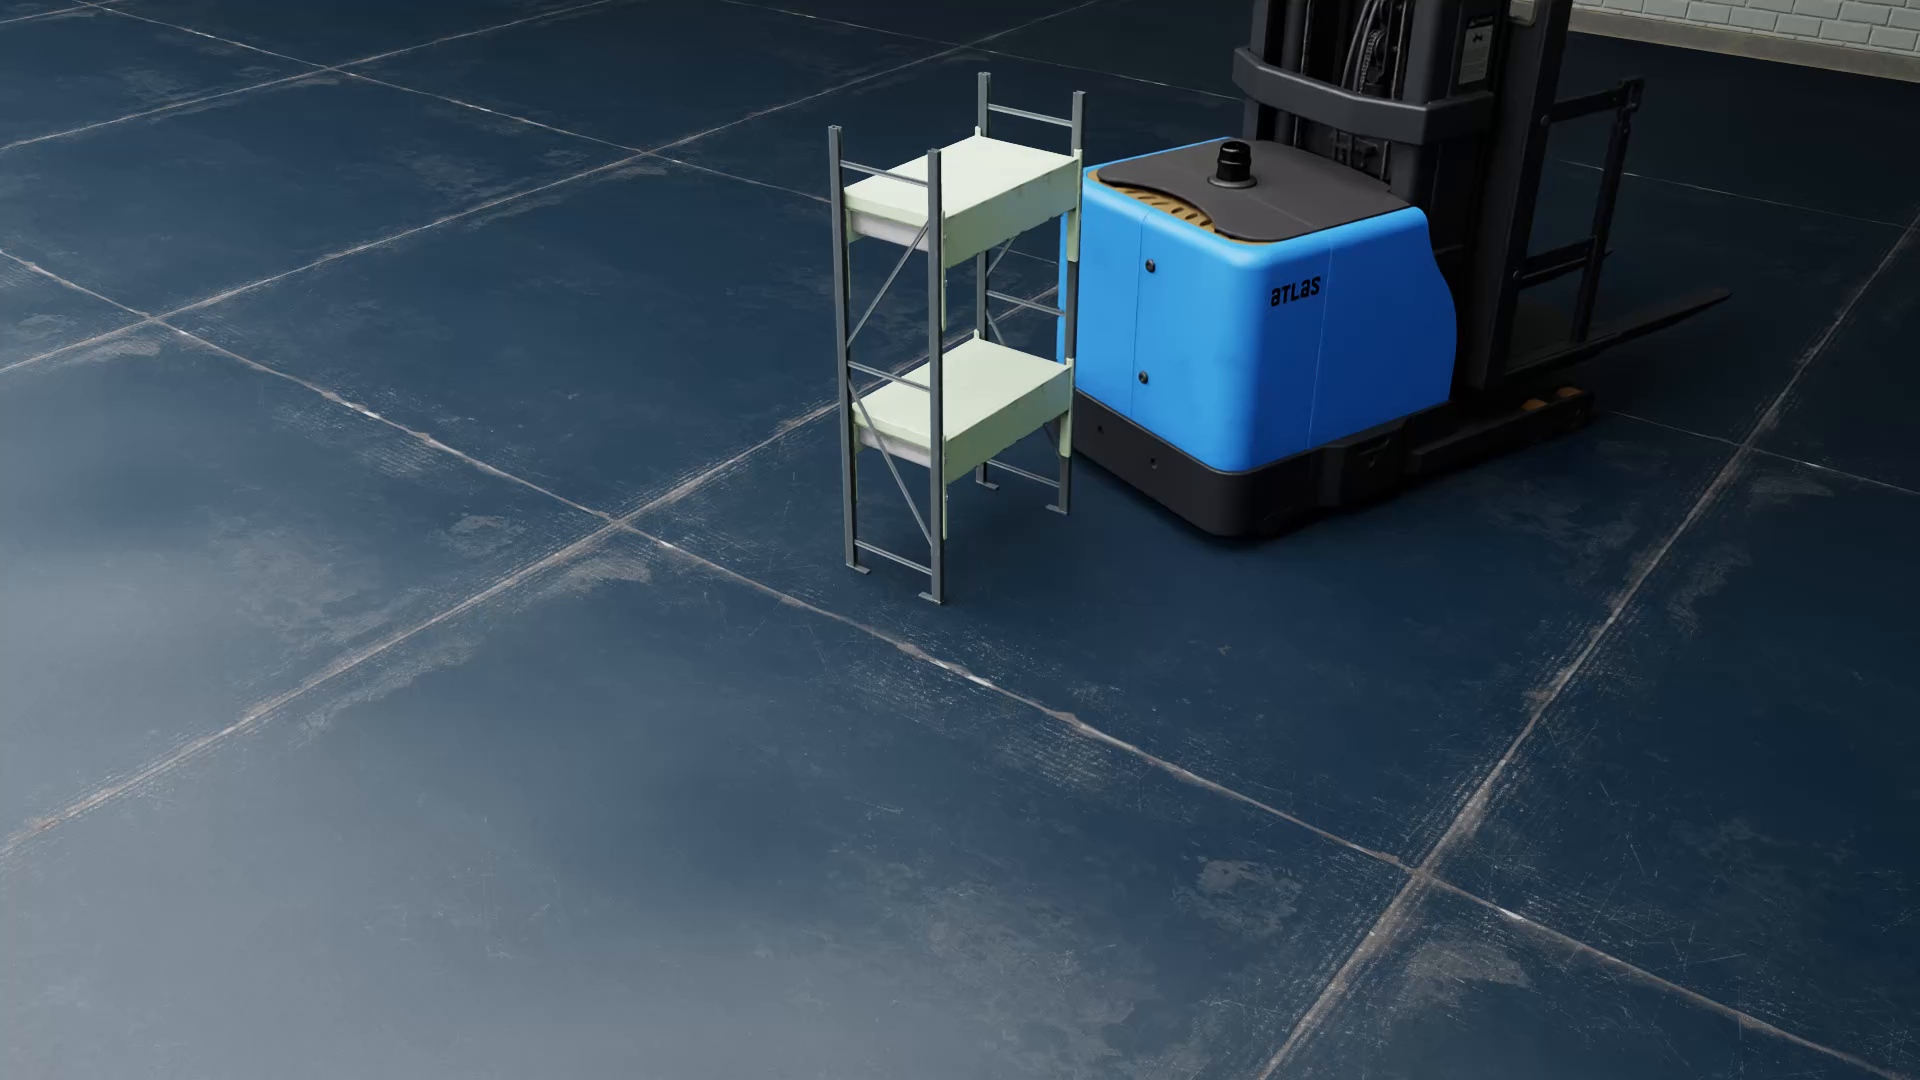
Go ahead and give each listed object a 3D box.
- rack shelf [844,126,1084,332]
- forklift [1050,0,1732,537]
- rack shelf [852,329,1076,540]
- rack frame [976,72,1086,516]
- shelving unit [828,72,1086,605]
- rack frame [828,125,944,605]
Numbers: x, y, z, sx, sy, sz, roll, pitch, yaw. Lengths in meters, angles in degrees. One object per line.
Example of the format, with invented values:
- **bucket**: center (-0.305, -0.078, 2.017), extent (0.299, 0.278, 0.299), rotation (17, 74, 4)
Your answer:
- **rack shelf**: center (0.004, -0.984, 5.173), extent (0.431, 0.370, 0.720), rotation (21, 37, 31)
- **forklift**: center (1.852, -1.840, 5.979), extent (3.031, 2.935, 1.130), rotation (-19, 35, -28)
- **rack shelf**: center (0.004, -0.367, 5.538), extent (0.431, 0.370, 0.720), rotation (21, 37, 31)
- **rack frame**: center (0.225, -0.797, 5.623), extent (0.400, 1.500, 0.023), rotation (21, 37, 31)
- **shelving unit**: center (0.004, -0.648, 5.372), extent (0.431, 1.500, 0.755), rotation (21, 37, 31)
- **rack frame**: center (-0.217, -0.499, 5.121), extent (0.400, 1.500, 0.023), rotation (21, 37, 31)
